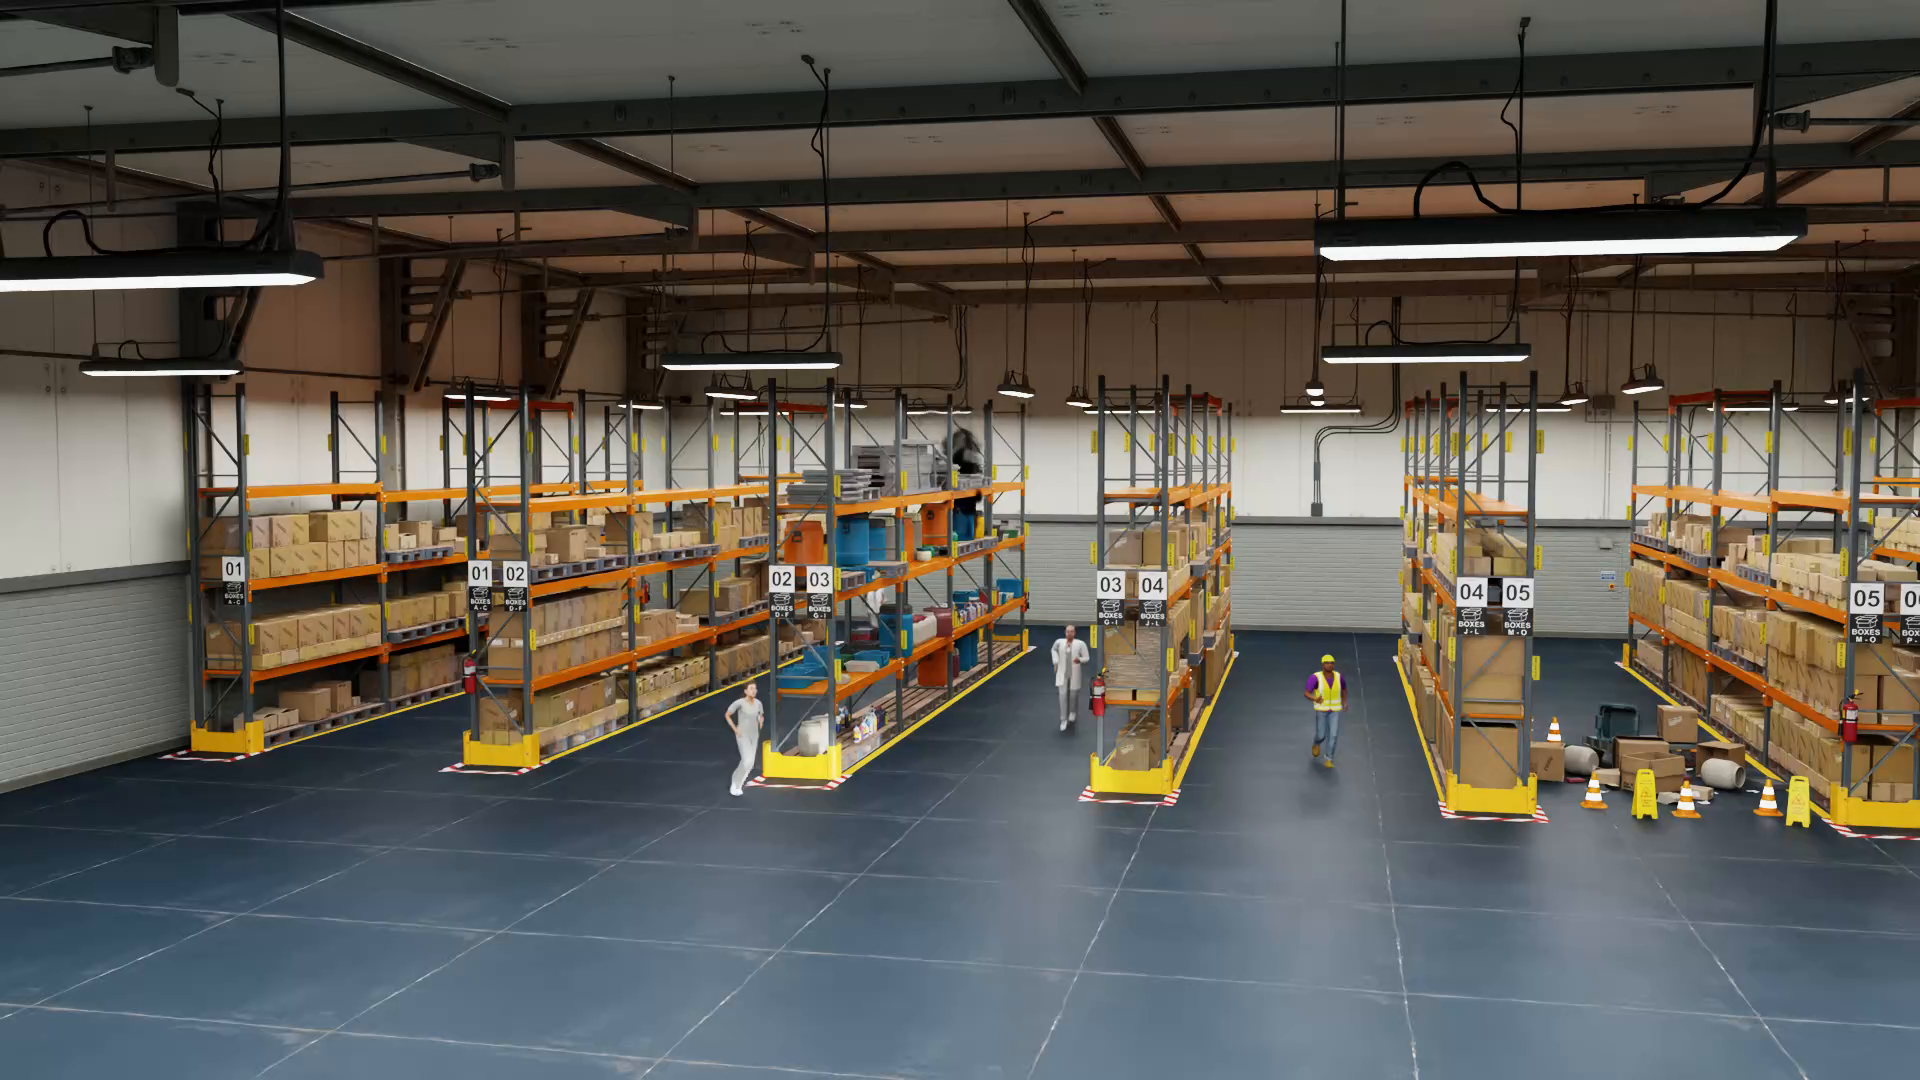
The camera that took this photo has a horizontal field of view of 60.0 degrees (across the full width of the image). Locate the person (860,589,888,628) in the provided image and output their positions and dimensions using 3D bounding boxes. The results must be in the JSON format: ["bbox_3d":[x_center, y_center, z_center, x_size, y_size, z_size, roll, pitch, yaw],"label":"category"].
[{"bbox_3d":[-2.087,1.793,40.724,0.670,1.787,0.884,-1,3,-11],"label":"person"}]

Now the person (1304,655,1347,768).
[{"bbox_3d":[5.720,2.647,25.958,0.708,1.732,0.733,0,3,-2],"label":"person"}]

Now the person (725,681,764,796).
[{"bbox_3d":[-3.019,2.825,23.752,0.567,1.630,0.526,-3,4,-42],"label":"person"}]

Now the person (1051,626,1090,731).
[{"bbox_3d":[1.945,2.414,29.480,0.703,1.805,1.040,0,3,8],"label":"person"}]
